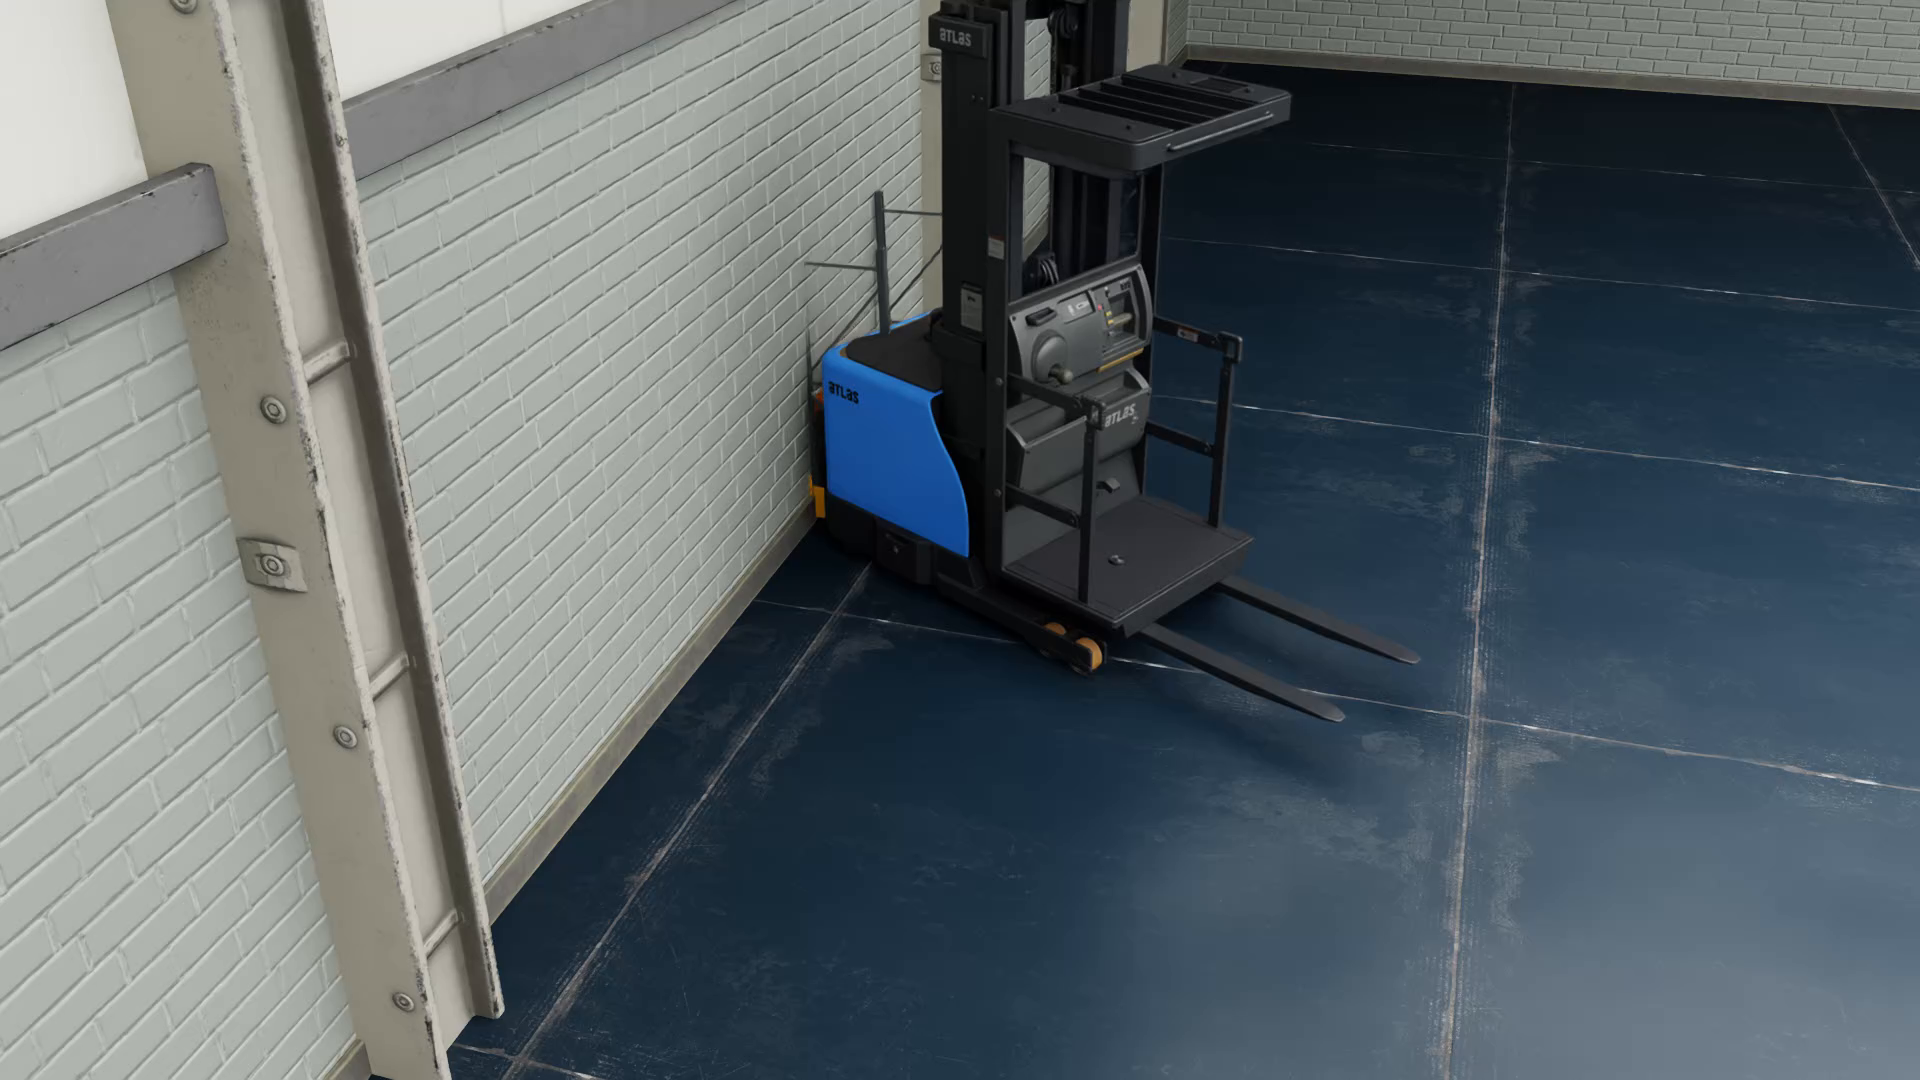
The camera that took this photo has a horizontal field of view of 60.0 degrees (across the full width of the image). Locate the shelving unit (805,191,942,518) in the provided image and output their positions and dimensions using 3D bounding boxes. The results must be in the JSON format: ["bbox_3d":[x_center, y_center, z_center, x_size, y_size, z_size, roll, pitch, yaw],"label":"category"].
[{"bbox_3d":[-0.396,-0.993,8.959,0.587,1.500,1.083,8,28,20],"label":"shelving unit"}]

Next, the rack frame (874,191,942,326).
[{"bbox_3d":[-0.209,-1.212,9.389,0.500,1.500,0.032,8,28,20],"label":"rack frame"}]

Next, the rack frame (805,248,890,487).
[{"bbox_3d":[-0.576,-0.782,8.544,0.500,1.500,0.032,8,28,20],"label":"rack frame"}]

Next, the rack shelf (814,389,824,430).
[{"bbox_3d":[-0.386,-0.836,9.046,0.538,0.185,1.000,8,28,20],"label":"rack shelf"}]

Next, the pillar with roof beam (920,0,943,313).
[{"bbox_3d":[4.085,-4.401,7.405,9.100,9.000,0.400,8,30,15],"label":"pillar with roof beam"}]

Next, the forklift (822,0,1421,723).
[{"bbox_3d":[0.712,-0.951,7.445,3.031,2.935,1.130,25,38,37],"label":"forklift"}]

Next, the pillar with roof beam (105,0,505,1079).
[{"bbox_3d":[2.324,-1.613,2.393,9.100,9.000,0.400,8,30,15],"label":"pillar with roof beam"}]

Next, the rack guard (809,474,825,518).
[{"bbox_3d":[-0.554,-0.222,8.821,0.587,0.250,0.087,8,28,20],"label":"rack guard"}]

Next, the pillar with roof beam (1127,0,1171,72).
[{"bbox_3d":[5.846,-7.190,12.418,9.100,9.000,0.400,8,30,15],"label":"pillar with roof beam"}]
